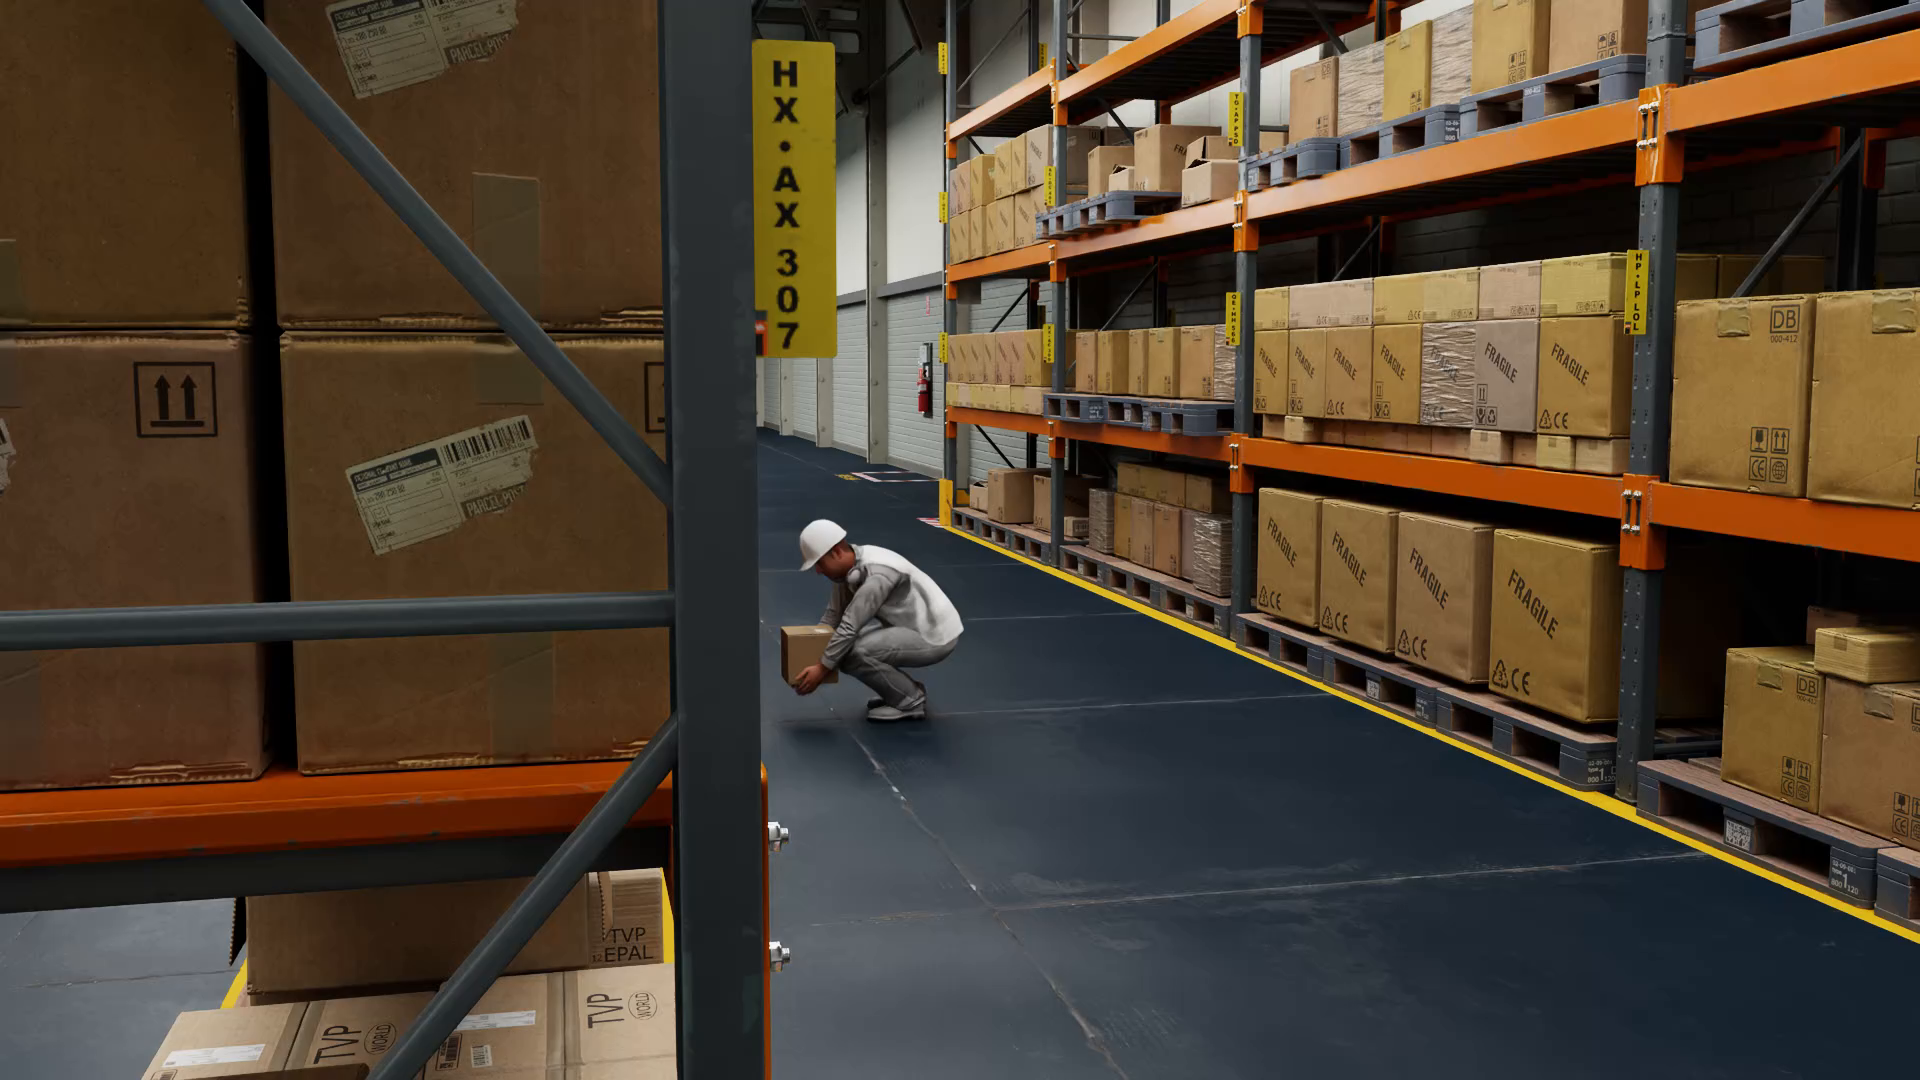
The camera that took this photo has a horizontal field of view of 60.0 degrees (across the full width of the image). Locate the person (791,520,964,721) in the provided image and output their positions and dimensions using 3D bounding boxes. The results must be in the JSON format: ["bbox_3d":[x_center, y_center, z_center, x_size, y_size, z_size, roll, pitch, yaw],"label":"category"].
[{"bbox_3d":[-0.420,0.391,8.321,0.862,1.007,0.534,-1,6,-14],"label":"person"}]
